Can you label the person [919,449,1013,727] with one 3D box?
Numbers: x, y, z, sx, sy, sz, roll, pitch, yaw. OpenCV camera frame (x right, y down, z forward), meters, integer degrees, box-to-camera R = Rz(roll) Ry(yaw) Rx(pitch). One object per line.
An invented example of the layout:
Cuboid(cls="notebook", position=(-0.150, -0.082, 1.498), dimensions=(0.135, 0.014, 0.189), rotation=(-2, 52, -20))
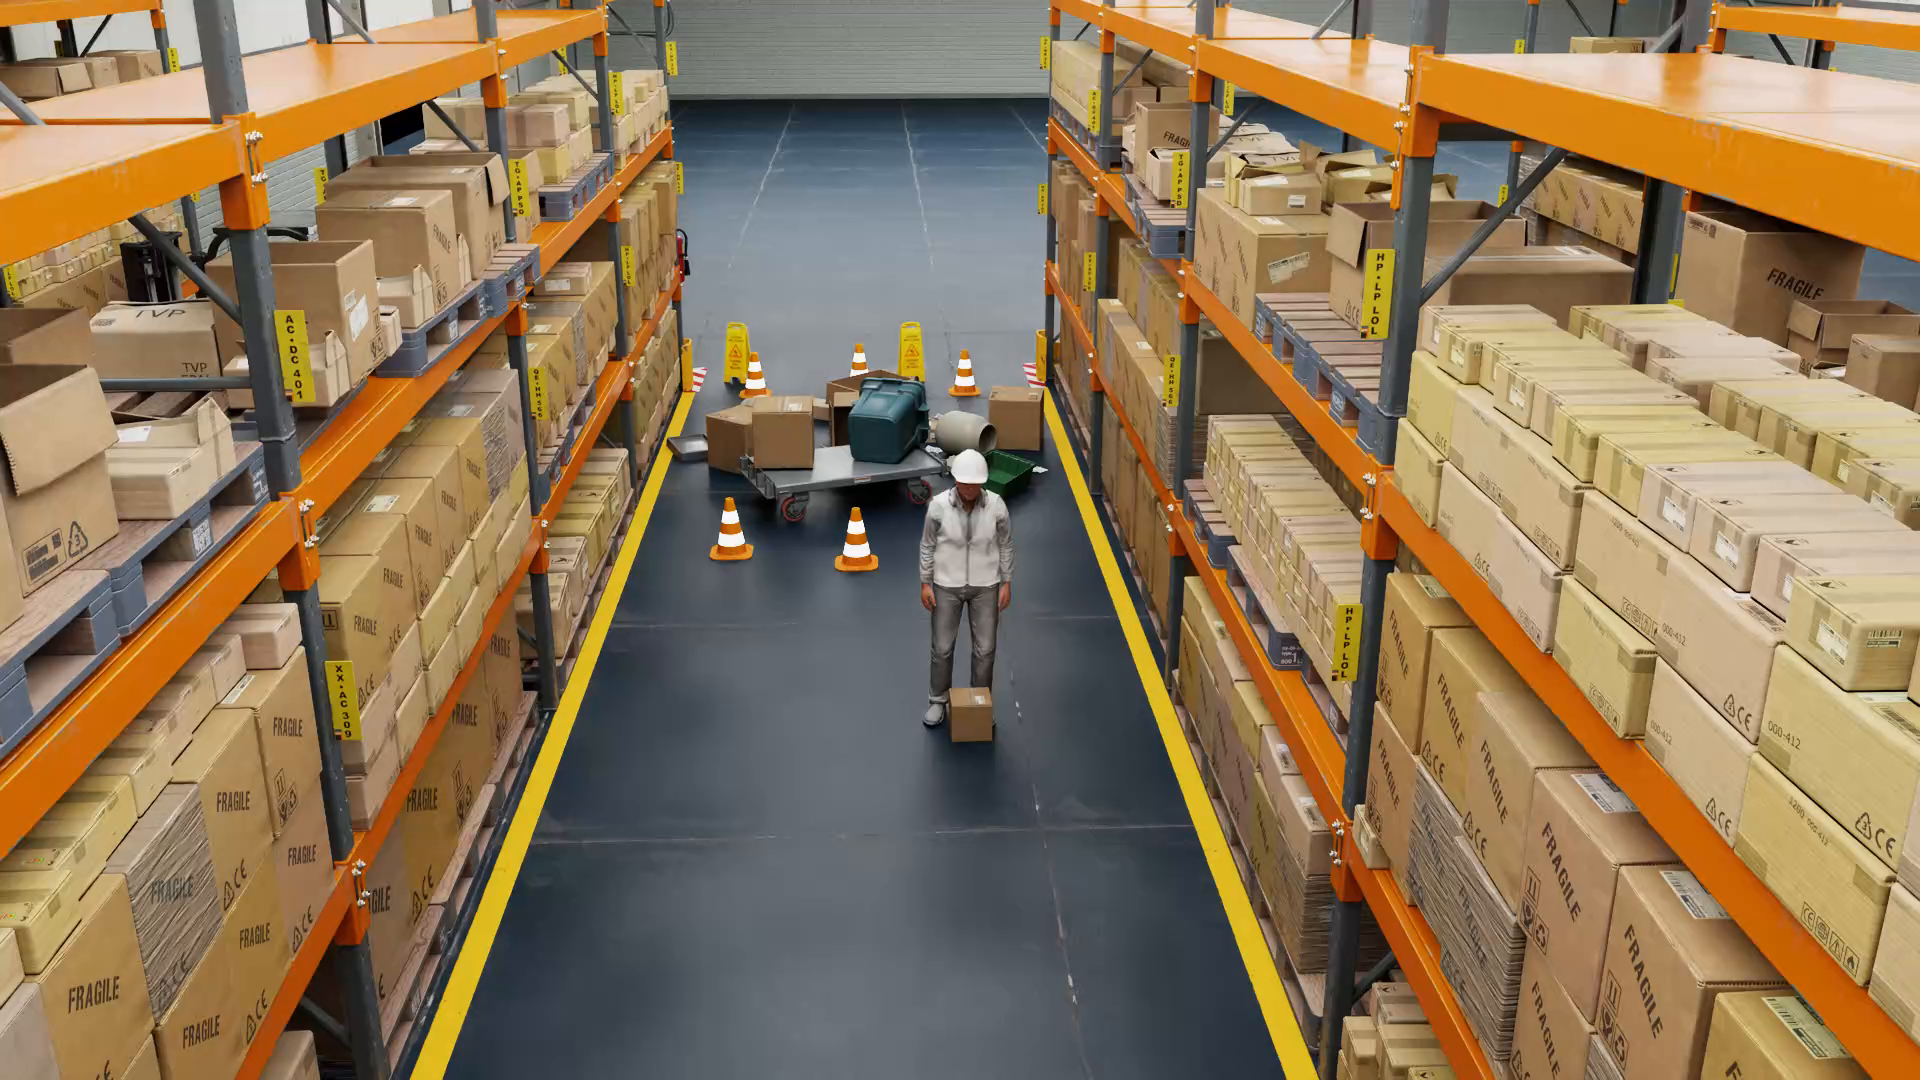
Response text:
Cuboid(cls="person", position=(0.040, 0.279, 10.279), dimensions=(0.580, 1.772, 0.461), rotation=(-1, 20, -3))
